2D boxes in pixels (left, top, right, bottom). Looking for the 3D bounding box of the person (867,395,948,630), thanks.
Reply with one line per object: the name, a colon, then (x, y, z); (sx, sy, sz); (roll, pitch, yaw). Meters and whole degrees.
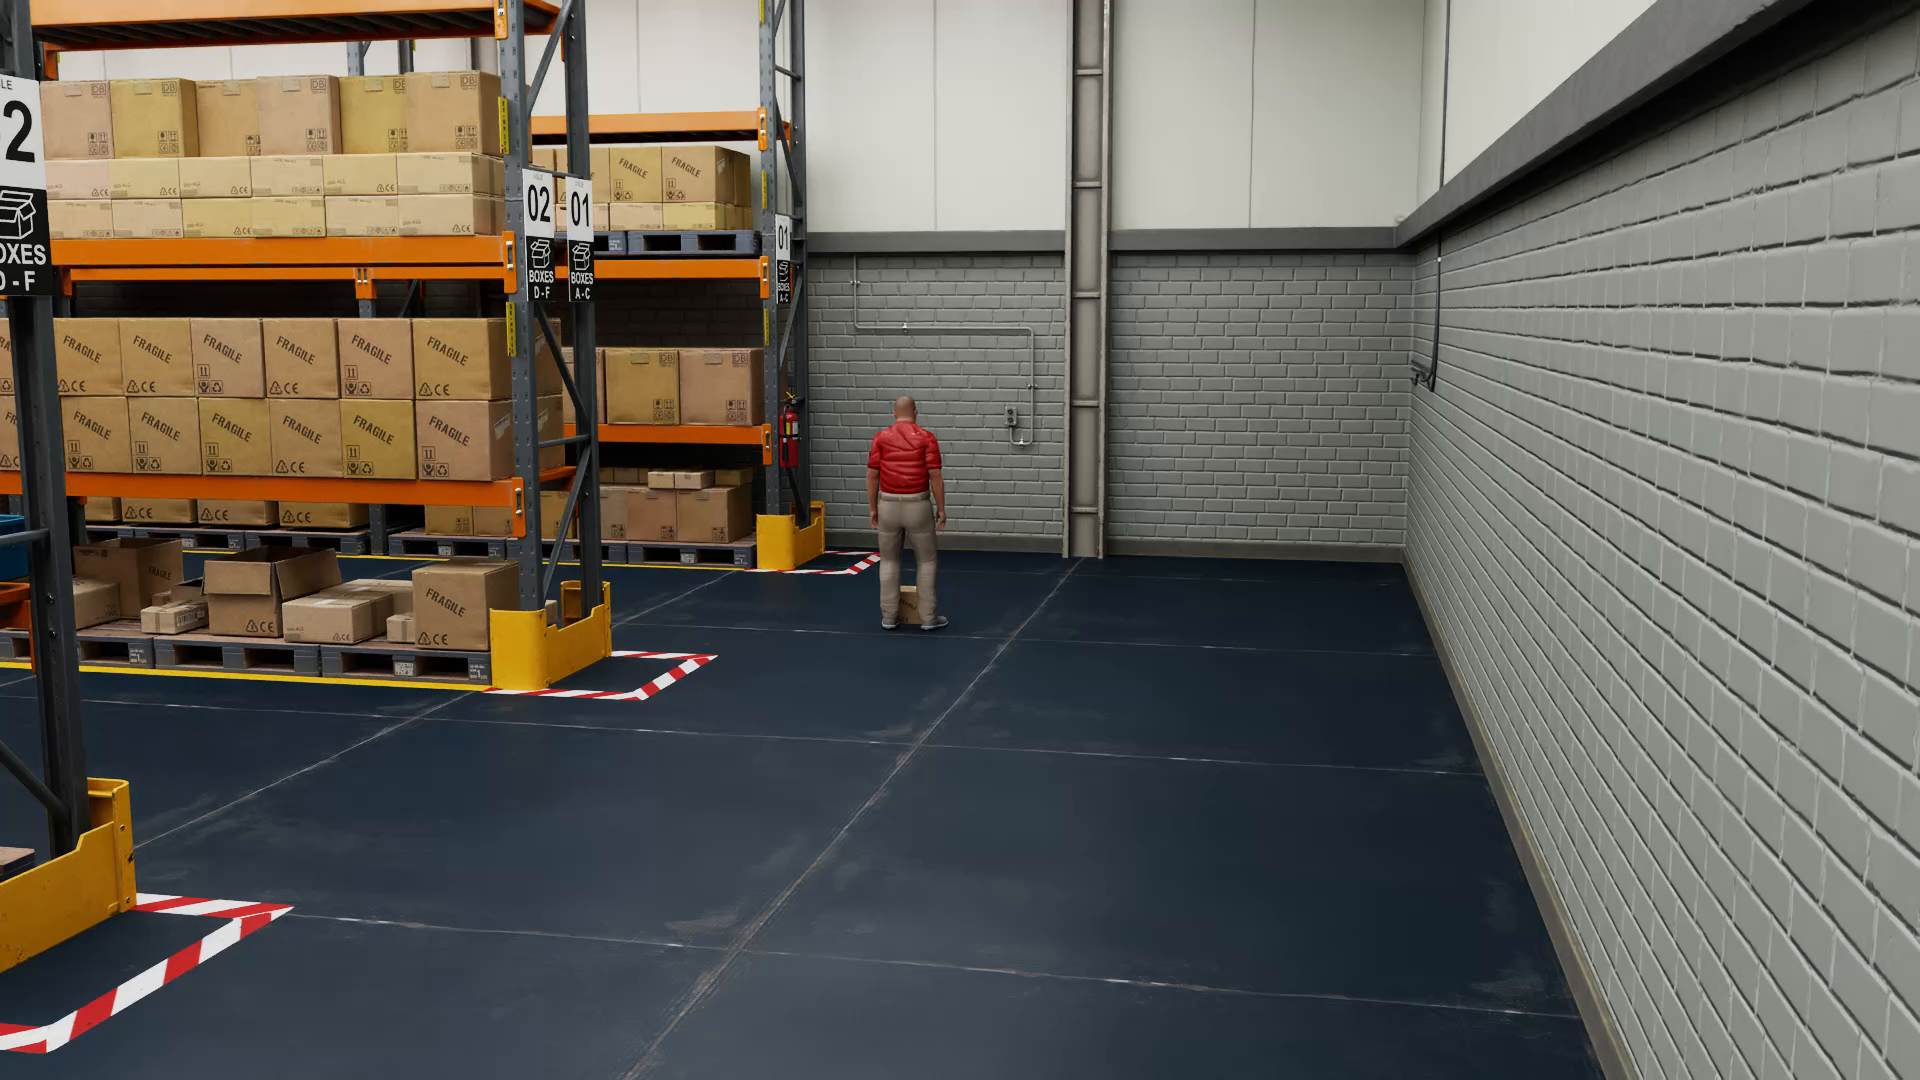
person: (-0.393, -0.203, 12.323); (0.587, 1.727, 0.395); (2, 8, 11)
